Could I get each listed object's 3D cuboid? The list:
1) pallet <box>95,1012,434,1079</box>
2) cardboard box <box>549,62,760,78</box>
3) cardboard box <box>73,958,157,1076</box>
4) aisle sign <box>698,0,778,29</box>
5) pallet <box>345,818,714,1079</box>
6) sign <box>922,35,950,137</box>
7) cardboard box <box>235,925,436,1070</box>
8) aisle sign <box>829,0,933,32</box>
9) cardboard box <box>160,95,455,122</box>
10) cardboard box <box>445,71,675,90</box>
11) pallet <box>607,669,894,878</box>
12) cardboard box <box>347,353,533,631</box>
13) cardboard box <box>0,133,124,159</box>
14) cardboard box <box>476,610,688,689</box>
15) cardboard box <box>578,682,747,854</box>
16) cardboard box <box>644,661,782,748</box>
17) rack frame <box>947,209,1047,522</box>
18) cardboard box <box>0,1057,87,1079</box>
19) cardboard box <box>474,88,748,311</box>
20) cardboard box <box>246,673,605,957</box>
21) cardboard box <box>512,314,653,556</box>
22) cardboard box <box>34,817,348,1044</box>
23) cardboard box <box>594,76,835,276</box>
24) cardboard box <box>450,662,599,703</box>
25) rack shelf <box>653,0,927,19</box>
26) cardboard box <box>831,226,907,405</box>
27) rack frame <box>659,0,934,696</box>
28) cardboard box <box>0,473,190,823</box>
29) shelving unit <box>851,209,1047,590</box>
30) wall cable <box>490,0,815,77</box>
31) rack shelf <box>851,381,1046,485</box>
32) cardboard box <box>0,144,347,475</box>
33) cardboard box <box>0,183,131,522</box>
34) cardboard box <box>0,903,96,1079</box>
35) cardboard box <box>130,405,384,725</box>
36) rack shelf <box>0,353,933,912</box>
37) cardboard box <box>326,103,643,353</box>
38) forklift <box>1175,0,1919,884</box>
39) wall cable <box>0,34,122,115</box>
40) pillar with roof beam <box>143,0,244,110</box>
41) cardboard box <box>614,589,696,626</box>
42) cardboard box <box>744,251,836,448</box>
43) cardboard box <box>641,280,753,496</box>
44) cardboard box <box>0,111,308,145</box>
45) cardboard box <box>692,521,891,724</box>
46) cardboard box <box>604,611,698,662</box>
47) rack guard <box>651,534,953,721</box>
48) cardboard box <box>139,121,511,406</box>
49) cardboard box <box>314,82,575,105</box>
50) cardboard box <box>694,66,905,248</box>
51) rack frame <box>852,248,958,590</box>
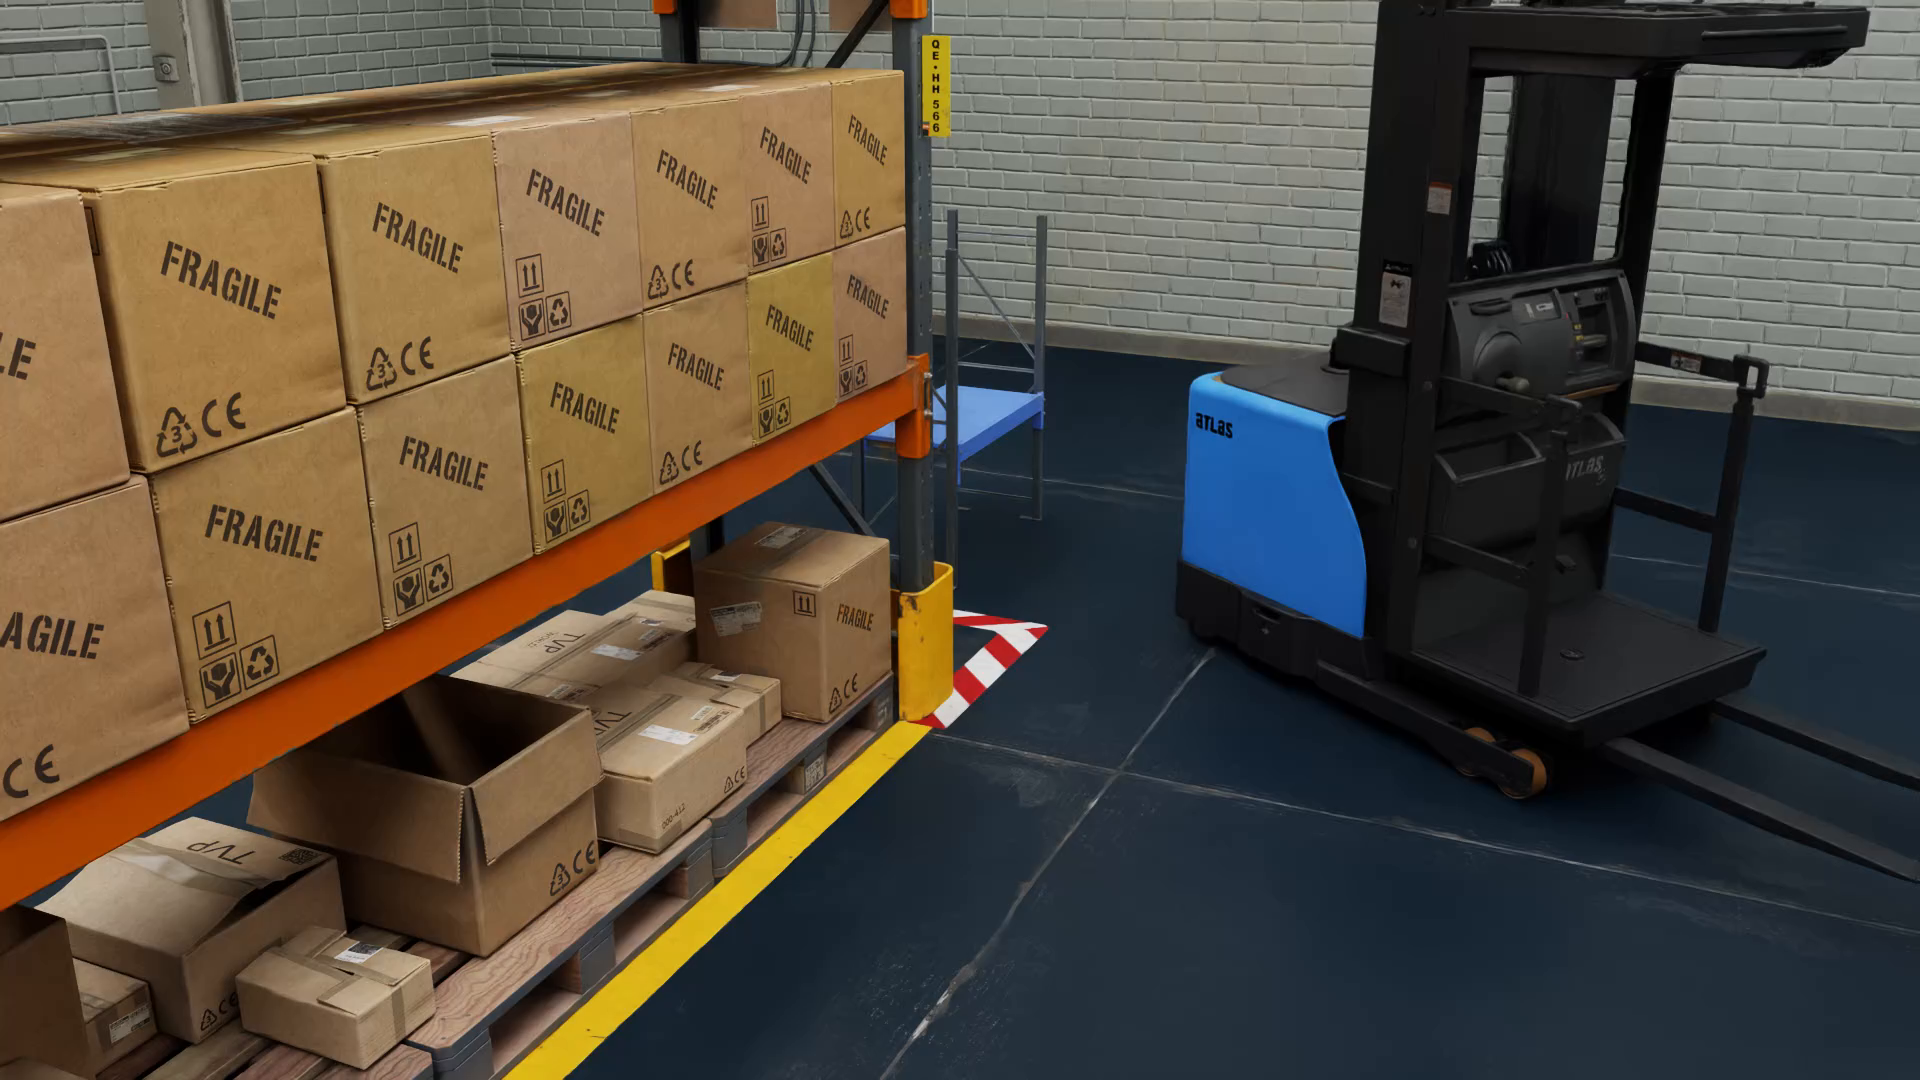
[{"bbox_3d":[-1.933,1.430,3.634,1.003,0.211,1.213,9,21,23],"label":"pallet"},{"bbox_3d":[-0.999,-1.316,5.551,0.500,0.500,0.500,9,22,24],"label":"cardboard box"},{"bbox_3d":[-2.141,1.125,3.926,0.380,0.149,0.250,9,21,23],"label":"cardboard box"},{"bbox_3d":[-0.817,-2.183,5.752,0.394,0.787,0.004,9,21,23],"label":"aisle sign"},{"bbox_3d":[-1.434,1.055,4.687,1.003,0.211,1.213,9,21,23],"label":"pallet"},{"bbox_3d":[-0.079,-1.509,5.537,0.100,0.325,0.005,9,21,23],"label":"sign"},{"bbox_3d":[-1.500,1.089,4.003,0.380,0.166,0.250,9,21,23],"label":"cardboard box"},{"bbox_3d":[-0.269,-2.101,5.520,0.394,0.787,0.004,9,21,23],"label":"aisle sign"},{"bbox_3d":[-1.623,-0.848,4.234,0.500,0.500,0.500,8,21,22],"label":"cardboard box"},{"bbox_3d":[-1.206,-1.155,5.099,0.500,0.500,0.500,9,21,23],"label":"cardboard box"},{"bbox_3d":[-0.934,0.684,5.732,1.003,0.211,1.213,9,21,23],"label":"pallet"},{"bbox_3d":[-1.344,-0.150,3.764,0.500,0.500,0.500,8,21,22],"label":"cardboard box"},{"bbox_3d":[-2.037,-0.540,3.369,0.500,0.500,0.500,8,21,22],"label":"cardboard box"},{"bbox_3d":[-1.263,0.471,5.615,0.500,0.250,0.500,9,21,23],"label":"cardboard box"},{"bbox_3d":[-0.991,0.677,5.035,0.500,0.250,0.500,9,21,23],"label":"cardboard box"},{"bbox_3d":[-0.823,0.542,5.541,0.380,0.166,0.250,9,21,23],"label":"cardboard box"},{"bbox_3d":[0.173,-0.836,8.081,0.500,1.500,0.032,9,21,23],"label":"rack frame"},{"bbox_3d":[-1.846,1.286,3.231,0.500,0.311,0.500,9,21,23],"label":"cardboard box"},{"bbox_3d":[-0.922,-0.928,4.460,0.500,0.500,0.500,9,22,24],"label":"cardboard box"},{"bbox_3d":[-1.450,0.719,4.539,0.797,0.503,0.637,9,21,23],"label":"cardboard box"},{"bbox_3d":[-1.137,-0.305,4.201,0.500,0.500,0.500,8,21,22],"label":"cardboard box"},{"bbox_3d":[-1.933,0.943,4.198,0.500,0.311,0.500,9,21,23],"label":"cardboard box"},{"bbox_3d":[-0.714,-1.087,4.908,0.500,0.500,0.500,9,22,24],"label":"cardboard box"},{"bbox_3d":[-1.468,0.624,5.185,0.500,0.250,0.500,9,21,23],"label":"cardboard box"},{"bbox_3d":[-1.396,-1.360,3.914,1.077,0.370,4.000,9,21,23],"label":"rack shelf"},{"bbox_3d":[-0.512,-0.770,5.509,0.500,0.500,0.500,9,22,24],"label":"cardboard box"},{"bbox_3d":[-0.577,-0.897,6.015,1.000,3.000,0.127,9,21,23],"label":"rack frame"},{"bbox_3d":[-1.757,0.160,2.893,0.500,0.500,0.500,9,22,24],"label":"cardboard box"},{"bbox_3d":[-0.035,-0.681,7.644,0.538,1.500,1.048,9,21,23],"label":"shelving unit"},{"bbox_3d":[-2.455,-4.619,12.162,3.097,2.526,0.112,9,21,23],"label":"wall cable"},{"bbox_3d":[-0.035,-0.511,7.704,0.538,0.185,1.000,9,21,23],"label":"rack shelf"},{"bbox_3d":[-1.554,-0.456,3.133,0.500,0.500,0.500,8,21,21],"label":"cardboard box"},{"bbox_3d":[-1.765,-0.298,2.689,0.500,0.500,0.500,9,22,24],"label":"cardboard box"},{"bbox_3d":[-2.240,1.083,3.521,0.500,0.500,0.500,9,21,23],"label":"cardboard box"},{"bbox_3d":[-1.551,0.003,3.335,0.500,0.500,0.500,9,21,24],"label":"cardboard box"},{"bbox_3d":[-1.396,0.053,4.417,1.077,0.370,4.000,9,21,23],"label":"rack shelf"},{"bbox_3d":[-1.133,-0.771,4.019,0.500,0.500,0.500,9,22,24],"label":"cardboard box"},{"bbox_3d":[2.129,-0.699,5.559,1.130,2.935,3.031,-13,23,-31],"label":"forklift"},{"bbox_3d":[-5.436,-2.576,9.219,0.084,1.984,1.851,9,21,23],"label":"wall cable"},{"bbox_3d":[-0.854,-4.756,7.912,9.100,9.000,0.400,9,21,23],"label":"pillar with roof beam"},{"bbox_3d":[-1.062,0.319,6.192,0.380,0.149,0.250,9,21,23],"label":"cardboard box"},{"bbox_3d":[-0.721,-0.611,5.061,0.500,0.500,0.500,9,21,23],"label":"cardboard box"},{"bbox_3d":[-0.930,-0.459,4.635,0.500,0.500,0.500,9,21,23],"label":"cardboard box"},{"bbox_3d":[-1.830,-0.694,3.802,0.500,0.500,0.500,9,21,23],"label":"cardboard box"},{"bbox_3d":[-0.575,0.273,5.798,0.500,0.500,0.500,9,21,23],"label":"cardboard box"},{"bbox_3d":[-1.164,0.388,5.974,0.380,0.166,0.250,9,21,23],"label":"cardboard box"},{"bbox_3d":[-0.608,0.304,6.369,1.175,0.500,0.348,9,21,23],"label":"rack guard"},{"bbox_3d":[-1.343,-0.613,3.575,0.500,0.500,0.500,8,21,21],"label":"cardboard box"},{"bbox_3d":[-1.416,-1.003,4.671,0.500,0.500,0.500,9,21,23],"label":"cardboard box"},{"bbox_3d":[-0.508,-1.242,5.342,0.500,0.500,0.500,8,21,22],"label":"cardboard box"},{"bbox_3d":[-0.243,-0.525,7.207,0.500,1.500,0.032,9,21,23],"label":"rack frame"}]
